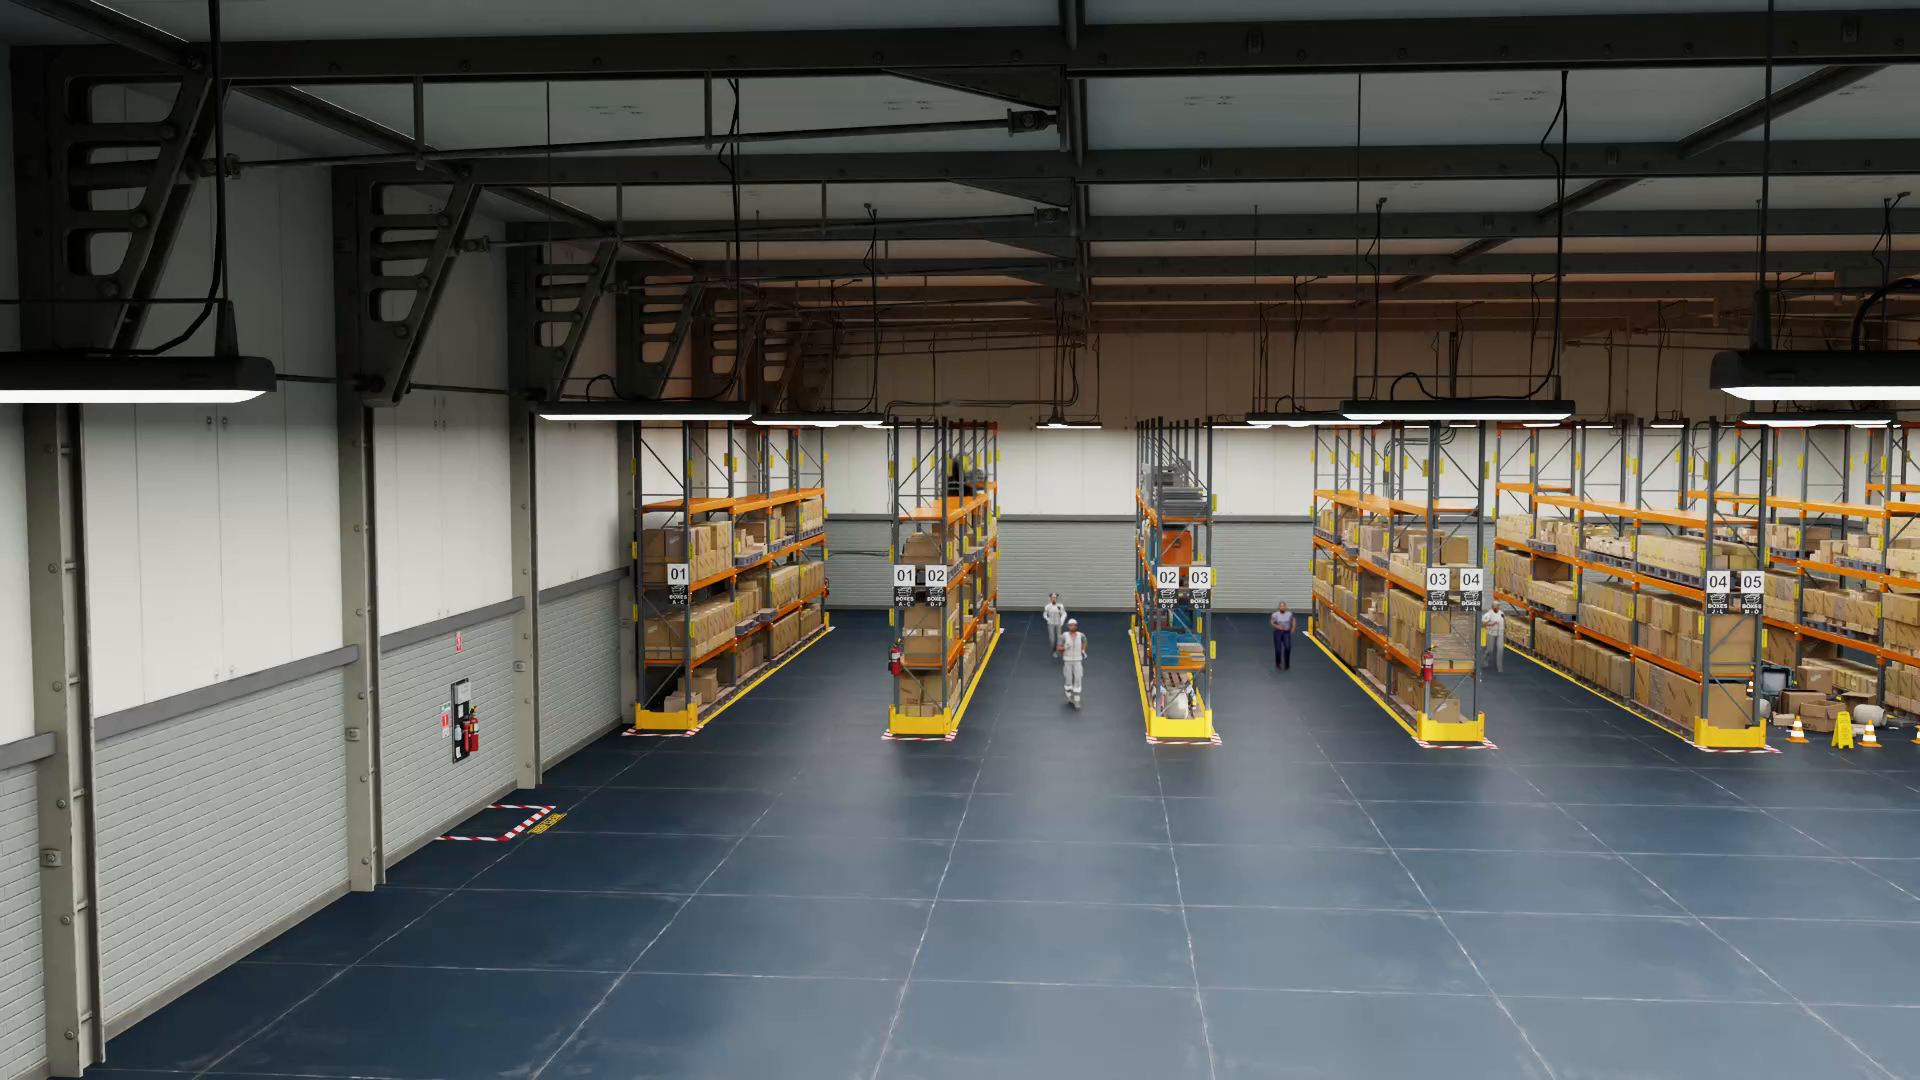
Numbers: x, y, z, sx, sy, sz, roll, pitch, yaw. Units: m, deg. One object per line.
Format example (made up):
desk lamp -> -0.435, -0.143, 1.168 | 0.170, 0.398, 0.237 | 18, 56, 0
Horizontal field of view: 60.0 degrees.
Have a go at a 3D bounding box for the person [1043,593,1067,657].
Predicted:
person -> 2.396, 2.149, 41.967 | 0.589, 1.653, 0.528 | 0, 4, 3

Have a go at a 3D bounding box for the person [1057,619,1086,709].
person -> 2.329, 2.548, 34.567 | 0.619, 1.821, 0.843 | 0, 4, -2

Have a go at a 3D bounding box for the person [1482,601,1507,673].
person -> 12.755, 2.280, 39.701 | 0.632, 1.673, 0.902 | 0, 4, -2

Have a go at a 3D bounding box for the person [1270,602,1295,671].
person -> 7.749, 2.322, 39.901 | 0.619, 1.687, 0.691 | 0, 4, 3
